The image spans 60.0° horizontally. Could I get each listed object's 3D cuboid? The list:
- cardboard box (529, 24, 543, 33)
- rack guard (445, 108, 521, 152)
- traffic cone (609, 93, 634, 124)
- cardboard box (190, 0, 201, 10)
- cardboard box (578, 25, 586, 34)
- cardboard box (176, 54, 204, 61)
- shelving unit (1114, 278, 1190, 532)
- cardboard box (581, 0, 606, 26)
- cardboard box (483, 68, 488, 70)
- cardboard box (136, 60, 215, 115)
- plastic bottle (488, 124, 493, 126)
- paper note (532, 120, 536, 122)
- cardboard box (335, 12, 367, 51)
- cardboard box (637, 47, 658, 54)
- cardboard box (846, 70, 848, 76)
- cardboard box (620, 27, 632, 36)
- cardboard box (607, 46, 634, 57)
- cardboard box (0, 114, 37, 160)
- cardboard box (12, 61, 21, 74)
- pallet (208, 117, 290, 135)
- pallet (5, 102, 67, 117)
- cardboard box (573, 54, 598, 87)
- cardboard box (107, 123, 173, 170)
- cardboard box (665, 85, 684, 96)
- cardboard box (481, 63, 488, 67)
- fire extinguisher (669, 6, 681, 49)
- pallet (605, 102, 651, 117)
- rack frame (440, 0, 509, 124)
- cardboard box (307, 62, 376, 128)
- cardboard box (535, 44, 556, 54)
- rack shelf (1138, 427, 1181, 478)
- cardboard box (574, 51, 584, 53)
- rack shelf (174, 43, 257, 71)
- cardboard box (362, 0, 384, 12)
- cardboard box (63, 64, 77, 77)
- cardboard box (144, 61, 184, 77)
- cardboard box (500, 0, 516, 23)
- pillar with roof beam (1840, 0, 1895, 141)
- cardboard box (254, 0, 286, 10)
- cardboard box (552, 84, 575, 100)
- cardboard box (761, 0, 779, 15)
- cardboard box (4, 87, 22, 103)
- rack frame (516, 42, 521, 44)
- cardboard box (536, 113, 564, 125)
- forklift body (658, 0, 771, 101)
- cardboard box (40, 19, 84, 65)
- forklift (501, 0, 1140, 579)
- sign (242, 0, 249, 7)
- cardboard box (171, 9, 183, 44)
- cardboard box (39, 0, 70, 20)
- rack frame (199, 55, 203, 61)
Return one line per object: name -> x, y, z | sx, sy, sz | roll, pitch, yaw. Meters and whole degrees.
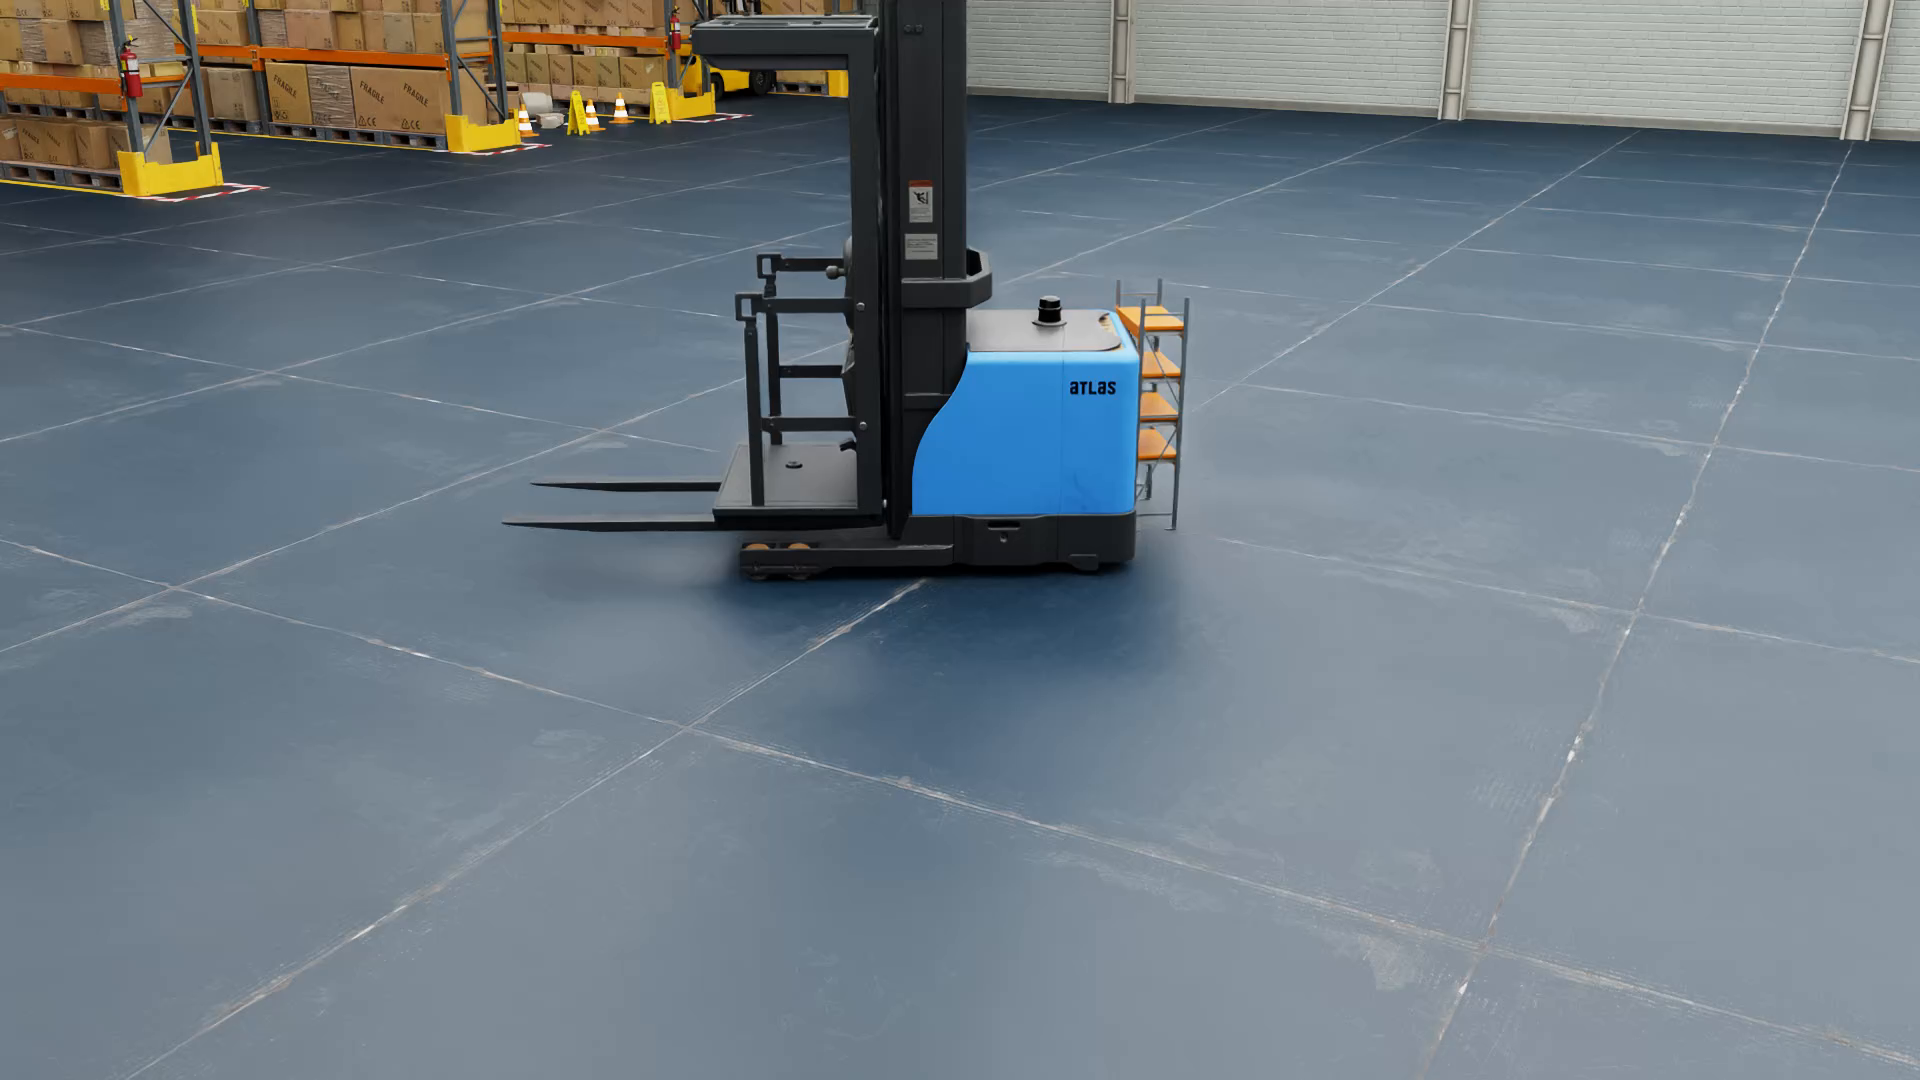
cardboard box -> -7.215, -8.846, 28.721 | 0.250, 0.149, 0.380 | 12, 23, 29
rack guard -> -6.837, -5.890, 23.870 | 0.348, 0.500, 1.175 | 11, 23, 27
traffic cone -> -5.537, -7.055, 27.135 | 0.334, 0.463, 0.336 | 11, 23, 27
cardboard box -> -11.678, -8.502, 25.790 | 0.500, 0.500, 0.700 | 11, 23, 28
cardboard box -> -6.288, -8.700, 28.319 | 0.250, 0.149, 0.380 | 11, 23, 27
cardboard box -> -15.505, -9.685, 33.806 | 0.875, 0.438, 0.875 | 10, 22, 27
shelving unit -> 0.955, -0.695, 8.518 | 0.258, 1.200, 0.503 | -2, 20, -9
cardboard box -> -6.011, -8.924, 27.984 | 0.500, 0.500, 0.500 | 11, 23, 27
cardboard box -> -9.113, -8.392, 30.339 | 0.625, 0.372, 0.950 | 12, 23, 31
cardboard box -> -12.590, -7.267, 26.684 | 0.750, 0.750, 1.050 | 11, 23, 28
plastic bottle -> -7.552, -6.547, 26.325 | 0.283, 0.061, 0.133 | 3, 20, 9
paper note -> -6.997, -6.909, 27.384 | 0.148, 0.019, 0.142 | -16, 26, -38
cardboard box -> -8.606, -7.479, 24.365 | 0.500, 0.550, 0.875 | 11, 23, 27
cardboard box -> -6.068, -9.868, 34.036 | 0.625, 0.625, 0.875 | 12, 23, 30
cardboard box -> -2.449, -9.083, 32.422 | 0.500, 0.250, 0.500 | 11, 23, 28
cardboard box -> -5.452, -8.498, 27.763 | 0.250, 0.149, 0.380 | 10, 22, 26
cardboard box -> -5.712, -8.219, 27.989 | 0.250, 0.149, 0.380 | 12, 23, 29
cardboard box -> -12.024, -5.126, 21.147 | 0.500, 0.500, 0.500 | -17, 26, -39
cardboard box -> -11.260, -5.758, 20.208 | 0.250, 0.149, 0.380 | 11, 23, 27
pallet -> -11.061, -6.530, 26.056 | 1.213, 0.211, 1.003 | 11, 23, 27
pallet -> -15.585, -7.423, 28.518 | 1.213, 0.211, 1.003 | 11, 23, 27
cardboard box -> -6.254, -8.045, 28.460 | 0.500, 0.500, 0.500 | 10, 22, 26
cardboard box -> -9.903, -4.741, 20.085 | 0.500, 0.500, 0.500 | 16, 25, 37
cardboard box -> -5.102, -7.681, 28.558 | 0.500, 0.250, 0.500 | 11, 22, 27
cardboard box -> -10.005, -10.484, 35.917 | 0.500, 0.500, 0.500 | 10, 22, 26
fire extinguisher -> -4.657, -8.367, 27.146 | 0.183, 0.674, 0.296 | 11, 23, 27
pallet -> -5.291, -7.407, 28.476 | 1.213, 0.211, 1.003 | 11, 23, 27
rack frame -> -6.858, -7.069, 23.455 | 0.127, 3.000, 1.000 | 11, 23, 27
cardboard box -> -9.047, -6.659, 24.824 | 0.875, 0.875, 0.875 | 11, 23, 28
cardboard box -> -7.112, -8.485, 28.724 | 0.250, 0.149, 0.380 | 12, 23, 29
rack shelf -> 0.952, -0.445, 8.608 | 0.258, 0.148, 0.480 | -2, 20, -9
cardboard box -> -6.486, -8.295, 29.151 | 0.500, 0.500, 0.500 | 12, 23, 30
rack shelf -> -12.097, -7.729, 26.328 | 4.000, 0.370, 1.077 | 11, 23, 27
cardboard box -> -8.111, -7.918, 23.992 | 0.550, 0.550, 0.875 | 11, 23, 27
cardboard box -> -10.387, -5.592, 19.750 | 0.250, 0.149, 0.380 | 11, 23, 27
cardboard box -> -9.498, -5.610, 19.800 | 0.250, 0.149, 0.380 | 11, 23, 27
cardboard box -> -7.777, -9.256, 28.899 | 0.500, 0.500, 0.500 | 11, 23, 27
pillar with roof beam -> 11.331, -8.967, 19.890 | 0.400, 9.000, 9.100 | 11, 23, 27
cardboard box -> -10.045, -8.241, 24.882 | 0.550, 0.550, 0.875 | 11, 23, 27
cardboard box -> -6.705, -7.778, 28.826 | 0.500, 0.250, 0.500 | 10, 22, 27
cardboard box -> -3.569, -10.263, 32.112 | 0.500, 0.500, 0.500 | 10, 22, 26
cardboard box -> -15.892, -7.715, 28.284 | 0.500, 0.500, 0.500 | 11, 23, 28
rack frame -> -9.099, -11.369, 35.307 | 0.127, 3.000, 1.000 | 11, 23, 27
cardboard box -> -6.661, -6.836, 26.993 | 0.380, 0.149, 0.250 | -11, 23, -29
forklift body -> -4.660, -9.411, 31.156 | 1.214, 2.155, 2.313 | 11, 23, 27
cardboard box -> -10.327, -5.943, 19.768 | 0.500, 0.500, 0.875 | 11, 23, 27
forklift -> -0.685, -1.374, 7.855 | 3.031, 2.935, 1.130 | 0, 20, -1
sign -> -10.607, -8.078, 24.655 | 0.005, 0.325, 0.100 | 11, 23, 27
cardboard box -> -11.819, -7.957, 25.755 | 0.500, 0.500, 0.500 | 11, 23, 28
cardboard box -> -10.406, -6.366, 19.466 | 0.500, 0.500, 0.500 | 11, 23, 27
rack frame -> -15.009, -10.555, 33.065 | 0.127, 3.000, 1.000 | 11, 23, 27
